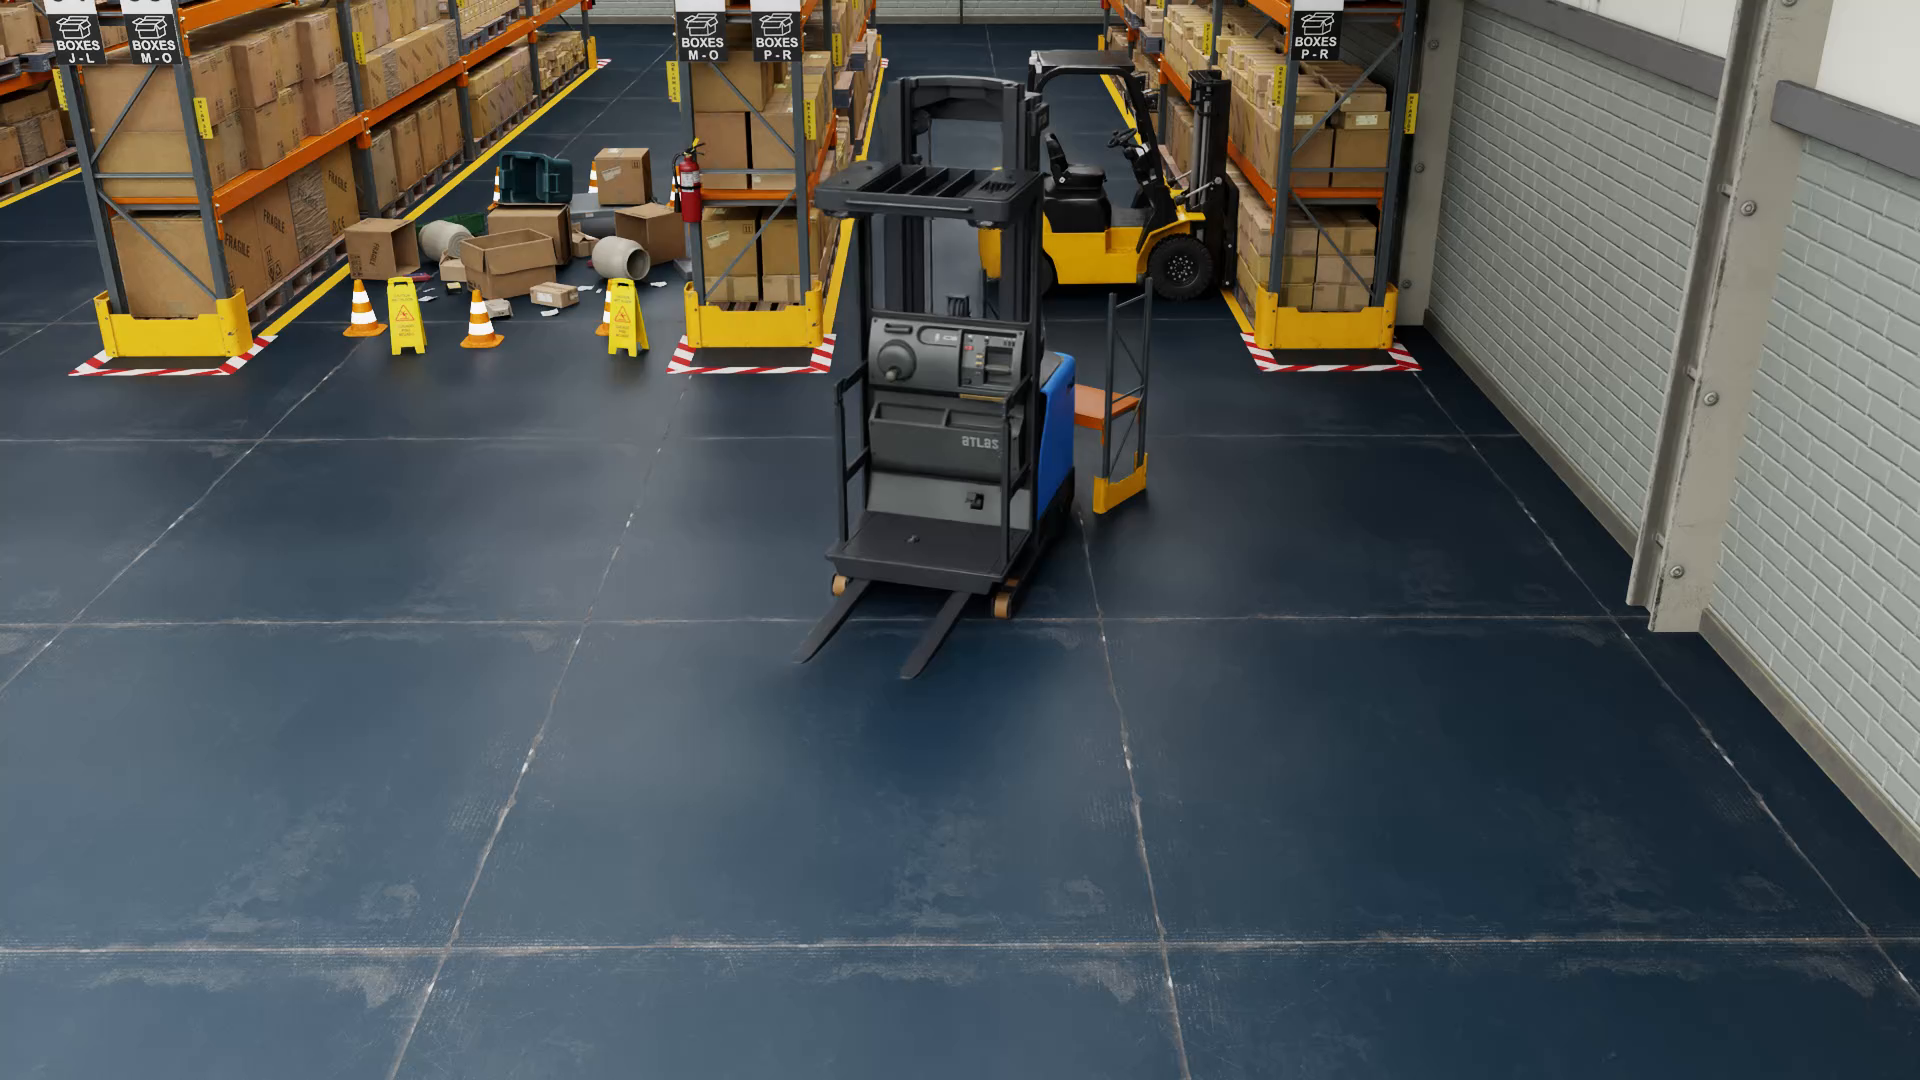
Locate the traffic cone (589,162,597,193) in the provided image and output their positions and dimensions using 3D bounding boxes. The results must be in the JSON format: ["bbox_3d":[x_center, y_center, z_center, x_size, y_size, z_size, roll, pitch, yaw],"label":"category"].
[{"bbox_3d":[-4.248,-4.190,19.453,0.336,0.463,0.334,0,24,-1],"label":"traffic cone"}]

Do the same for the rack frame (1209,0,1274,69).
[{"bbox_3d":[3.132,-4.750,17.613,1.000,3.000,0.127,0,24,-1],"label":"rack frame"}]

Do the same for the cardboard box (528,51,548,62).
[{"bbox_3d":[-6.686,-7.590,26.121,0.380,0.149,0.250,-1,24,-2],"label":"cardboard box"}]

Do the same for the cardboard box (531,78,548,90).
[{"bbox_3d":[-6.550,-7.003,25.543,0.380,0.149,0.250,-1,24,-3],"label":"cardboard box"}]

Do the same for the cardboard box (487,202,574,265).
[{"bbox_3d":[-4.357,-3.100,16.829,0.797,0.637,0.503,0,24,-1],"label":"cardboard box"}]

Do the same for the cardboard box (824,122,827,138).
[{"bbox_3d":[-1.509,-4.062,16.396,0.380,0.149,0.250,-1,24,-1],"label":"cardboard box"}]

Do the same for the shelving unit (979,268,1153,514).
[{"bbox_3d":[0.691,-1.086,11.332,1.083,1.500,0.587,17,29,33],"label":"shelving unit"}]

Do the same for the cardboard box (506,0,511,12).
[{"bbox_3d":[-6.661,-7.663,23.849,0.380,0.149,0.250,0,24,-1],"label":"cardboard box"}]

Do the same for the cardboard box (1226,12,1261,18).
[{"bbox_3d":[3.423,-6.291,20.112,0.380,0.149,0.250,-1,24,-2],"label":"cardboard box"}]

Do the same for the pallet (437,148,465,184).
[{"bbox_3d":[-6.891,-4.715,20.919,1.003,0.211,1.213,0,24,-1],"label":"pallet"}]

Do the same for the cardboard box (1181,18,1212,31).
[{"bbox_3d":[2.822,-6.075,19.634,0.380,0.149,0.250,0,24,1],"label":"cardboard box"}]

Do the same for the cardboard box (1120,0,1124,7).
[{"bbox_3d":[2.730,-8.490,26.187,0.380,0.149,0.250,-1,24,-1],"label":"cardboard box"}]

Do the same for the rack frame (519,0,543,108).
[{"bbox_3d":[-6.868,-7.959,24.708,1.000,3.000,0.127,0,24,-1],"label":"rack frame"}]

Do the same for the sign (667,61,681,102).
[{"bbox_3d":[-2.343,-3.755,13.625,0.100,0.325,0.005,0,24,-1],"label":"sign"}]

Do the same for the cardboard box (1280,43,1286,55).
[{"bbox_3d":[3.415,-4.884,16.639,0.380,0.149,0.250,0,24,-1],"label":"cardboard box"}]

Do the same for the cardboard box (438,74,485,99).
[{"bbox_3d":[-6.589,-5.990,21.968,0.500,0.250,0.500,-1,24,-3],"label":"cardboard box"}]

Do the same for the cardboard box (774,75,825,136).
[{"bbox_3d":[-1.545,-4.088,15.667,0.500,0.500,0.500,-1,24,-2],"label":"cardboard box"}]

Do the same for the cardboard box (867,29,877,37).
[{"bbox_3d":[-1.855,-8.424,28.334,0.875,0.438,0.875,-1,24,-2],"label":"cardboard box"}]

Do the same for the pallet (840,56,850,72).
[{"bbox_3d":[-1.813,-5.472,19.441,1.003,0.211,1.213,0,24,-1],"label":"pallet"}]

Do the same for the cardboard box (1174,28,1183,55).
[{"bbox_3d":[2.841,-5.952,19.845,0.500,0.250,0.500,-1,24,-2],"label":"cardboard box"}]

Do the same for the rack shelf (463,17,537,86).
[{"bbox_3d":[-6.846,-6.807,23.034,1.077,0.370,4.000,0,24,-1],"label":"rack shelf"}]

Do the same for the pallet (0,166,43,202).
[{"bbox_3d":[-11.767,-4.236,19.860,1.003,0.211,1.213,0,24,-1],"label":"pallet"}]

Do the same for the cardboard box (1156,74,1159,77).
[{"bbox_3d":[2.879,-6.279,22.729,0.380,0.149,0.250,0,24,1],"label":"cardboard box"}]

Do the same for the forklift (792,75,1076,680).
[{"bbox_3d":[-0.140,-1.049,9.513,1.130,2.935,3.031,7,25,15],"label":"forklift"}]

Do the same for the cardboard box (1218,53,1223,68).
[{"bbox_3d":[2.872,-4.959,17.166,0.380,0.149,0.250,-1,24,-1],"label":"cardboard box"}]

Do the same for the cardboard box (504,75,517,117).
[{"bbox_3d":[-6.601,-6.285,23.530,0.500,0.500,0.500,-1,24,-2],"label":"cardboard box"}]

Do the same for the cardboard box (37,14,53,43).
[{"bbox_3d":[-11.518,-6.577,21.531,0.500,0.500,0.500,0,24,1],"label":"cardboard box"}]

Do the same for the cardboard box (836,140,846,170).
[{"bbox_3d":[-1.860,-4.519,19.781,0.950,0.372,0.625,1,24,1],"label":"cardboard box"}]

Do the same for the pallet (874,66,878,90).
[{"bbox_3d":[-1.865,-7.570,27.231,1.003,0.211,1.213,0,24,-1],"label":"pallet"}]

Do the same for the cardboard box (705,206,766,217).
[{"bbox_3d":[-2.067,-2.902,15.444,0.500,0.500,0.500,1,24,1],"label":"cardboard box"}]

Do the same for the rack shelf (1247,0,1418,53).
[{"bbox_3d":[3.154,-4.965,15.321,1.077,0.370,4.000,0,24,-1],"label":"rack shelf"}]

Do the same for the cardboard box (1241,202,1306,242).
[{"bbox_3d":[2.847,-2.895,15.124,0.500,0.250,0.500,0,24,0],"label":"cardboard box"}]

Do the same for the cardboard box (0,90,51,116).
[{"bbox_3d":[-11.747,-5.457,20.766,0.500,0.250,0.500,1,24,2],"label":"cardboard box"}]

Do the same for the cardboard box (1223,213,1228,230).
[{"bbox_3d":[2.834,-3.093,16.169,0.500,0.250,0.500,0,24,-1],"label":"cardboard box"}]

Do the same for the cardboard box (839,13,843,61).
[{"bbox_3d":[-1.556,-5.500,18.278,0.500,0.500,0.500,0,24,0],"label":"cardboard box"}]

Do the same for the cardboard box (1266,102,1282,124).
[{"bbox_3d":[2.859,-3.690,14.360,0.380,0.149,0.250,0,24,0],"label":"cardboard box"}]

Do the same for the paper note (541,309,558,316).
[{"bbox_3d":[-3.789,-2.106,15.369,0.148,0.019,0.142,-9,26,-19],"label":"paper note"}]

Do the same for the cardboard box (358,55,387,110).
[{"bbox_3d":[-6.517,-4.926,17.880,0.500,0.500,0.500,0,24,0],"label":"cardboard box"}]

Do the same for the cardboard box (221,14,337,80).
[{"bbox_3d":[-6.688,-4.844,16.329,0.875,0.550,0.550,0,24,-1],"label":"cardboard box"}]

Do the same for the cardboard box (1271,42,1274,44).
[{"bbox_3d":[3.342,-5.237,17.781,0.380,0.149,0.250,-1,24,-2],"label":"cardboard box"}]

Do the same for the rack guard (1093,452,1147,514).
[{"bbox_3d":[1.092,-0.395,11.319,0.087,0.250,0.587,17,29,33],"label":"rack guard"}]

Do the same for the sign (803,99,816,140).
[{"bbox_3d":[-1.245,-3.475,13.743,0.100,0.325,0.005,0,24,-1],"label":"sign"}]

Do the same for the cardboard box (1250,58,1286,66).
[{"bbox_3d":[2.952,-4.461,15.704,0.380,0.149,0.250,0,24,0],"label":"cardboard box"}]

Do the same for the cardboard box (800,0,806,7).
[{"bbox_3d":[-1.467,-4.468,13.655,0.380,0.149,0.250,0,24,-1],"label":"cardboard box"}]

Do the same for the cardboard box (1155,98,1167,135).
[{"bbox_3d":[2.868,-5.624,22.069,0.500,0.500,0.500,0,24,1],"label":"cardboard box"}]

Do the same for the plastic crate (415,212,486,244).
[{"bbox_3d":[-5.468,-3.342,17.841,0.450,0.188,0.662,3,22,31],"label":"plastic crate"}]

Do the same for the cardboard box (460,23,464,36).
[{"bbox_3d":[-6.627,-6.573,21.438,0.380,0.149,0.250,-1,24,-1],"label":"cardboard box"}]

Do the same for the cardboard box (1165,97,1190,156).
[{"bbox_3d":[3.081,-5.251,21.092,0.875,0.625,0.625,1,24,1],"label":"cardboard box"}]

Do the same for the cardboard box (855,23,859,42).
[{"bbox_3d":[-1.652,-6.937,22.629,0.500,0.250,0.500,1,24,1],"label":"cardboard box"}]

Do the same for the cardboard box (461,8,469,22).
[{"bbox_3d":[-6.634,-6.835,21.657,0.380,0.149,0.250,1,24,2],"label":"cardboard box"}]

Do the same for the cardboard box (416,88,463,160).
[{"bbox_3d":[-6.907,-5.226,20.885,1.050,0.750,0.750,-1,24,-1],"label":"cardboard box"}]
